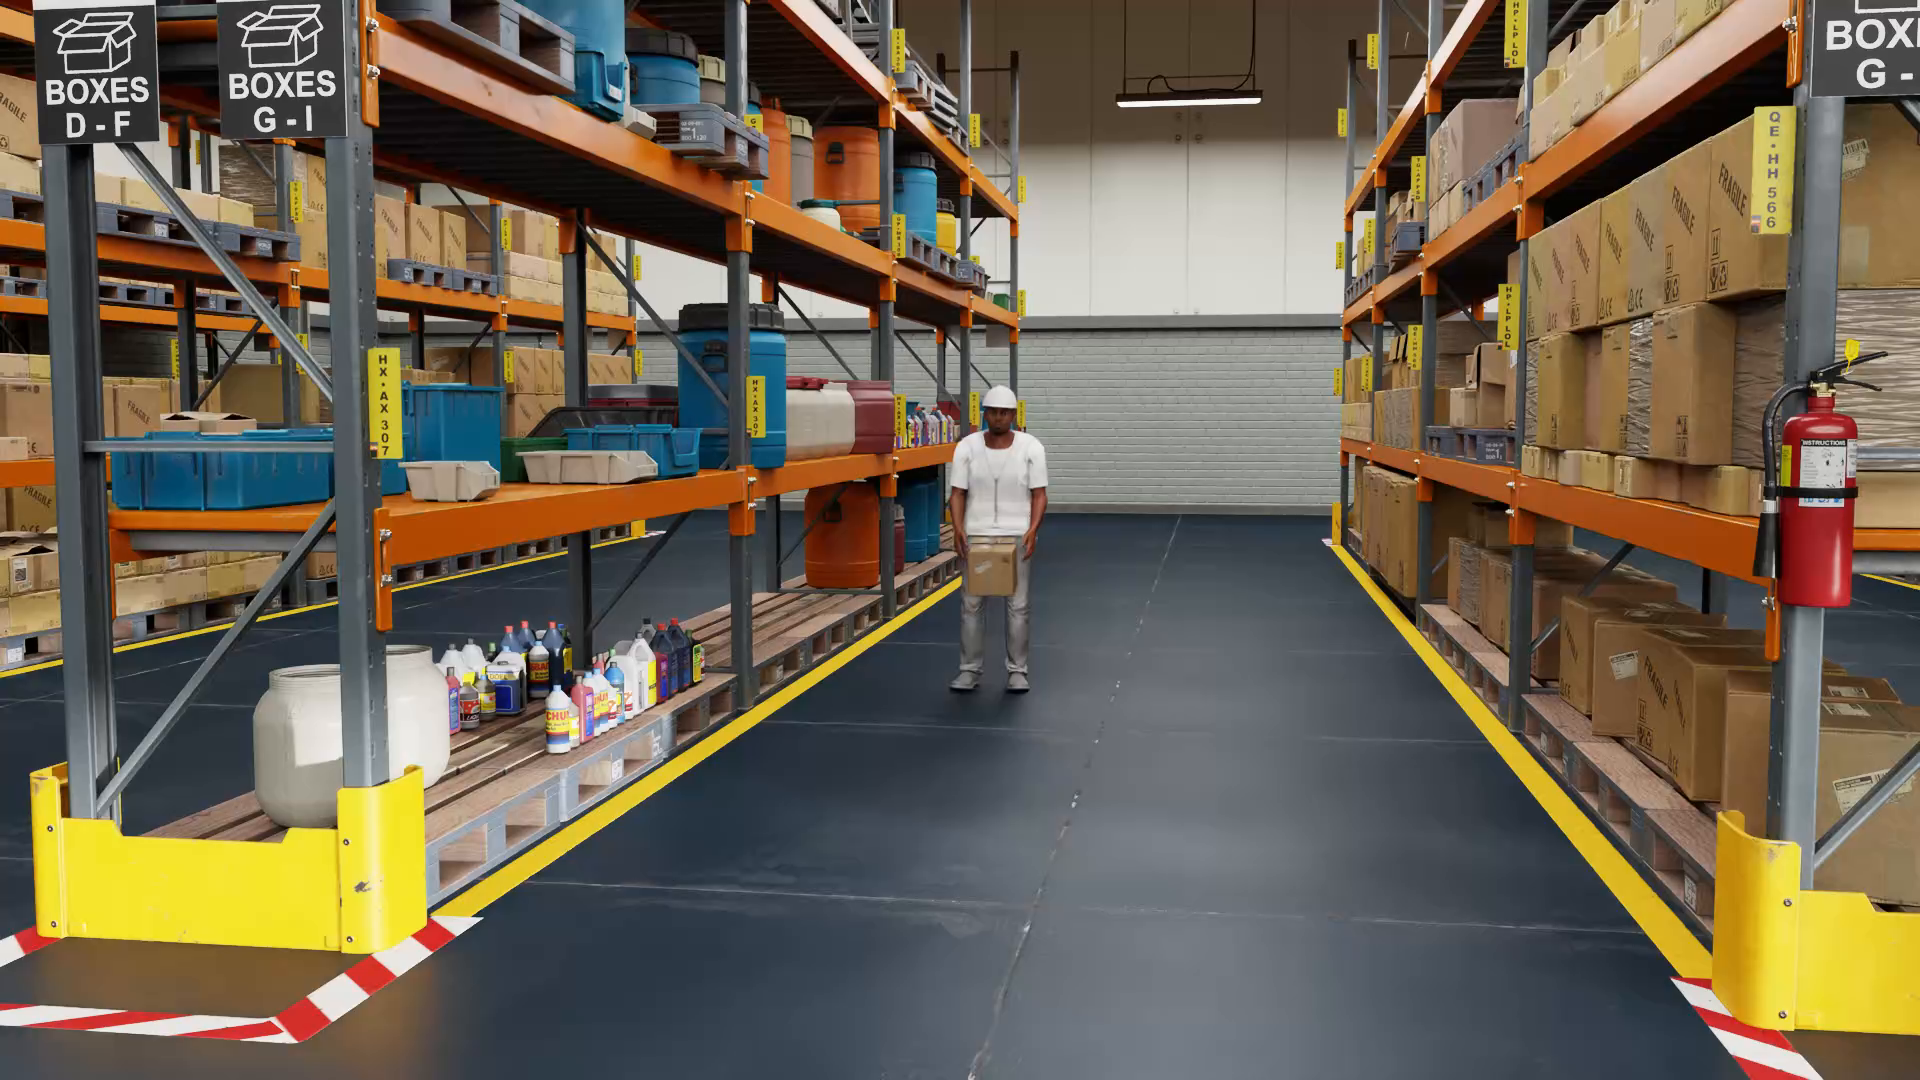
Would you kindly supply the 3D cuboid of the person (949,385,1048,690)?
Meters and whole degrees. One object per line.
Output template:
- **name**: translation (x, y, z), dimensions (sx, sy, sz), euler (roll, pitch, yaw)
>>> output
- **person**: translation (0.220, -0.013, 9.654), dimensions (0.577, 1.767, 0.446), euler (1, 4, 7)
